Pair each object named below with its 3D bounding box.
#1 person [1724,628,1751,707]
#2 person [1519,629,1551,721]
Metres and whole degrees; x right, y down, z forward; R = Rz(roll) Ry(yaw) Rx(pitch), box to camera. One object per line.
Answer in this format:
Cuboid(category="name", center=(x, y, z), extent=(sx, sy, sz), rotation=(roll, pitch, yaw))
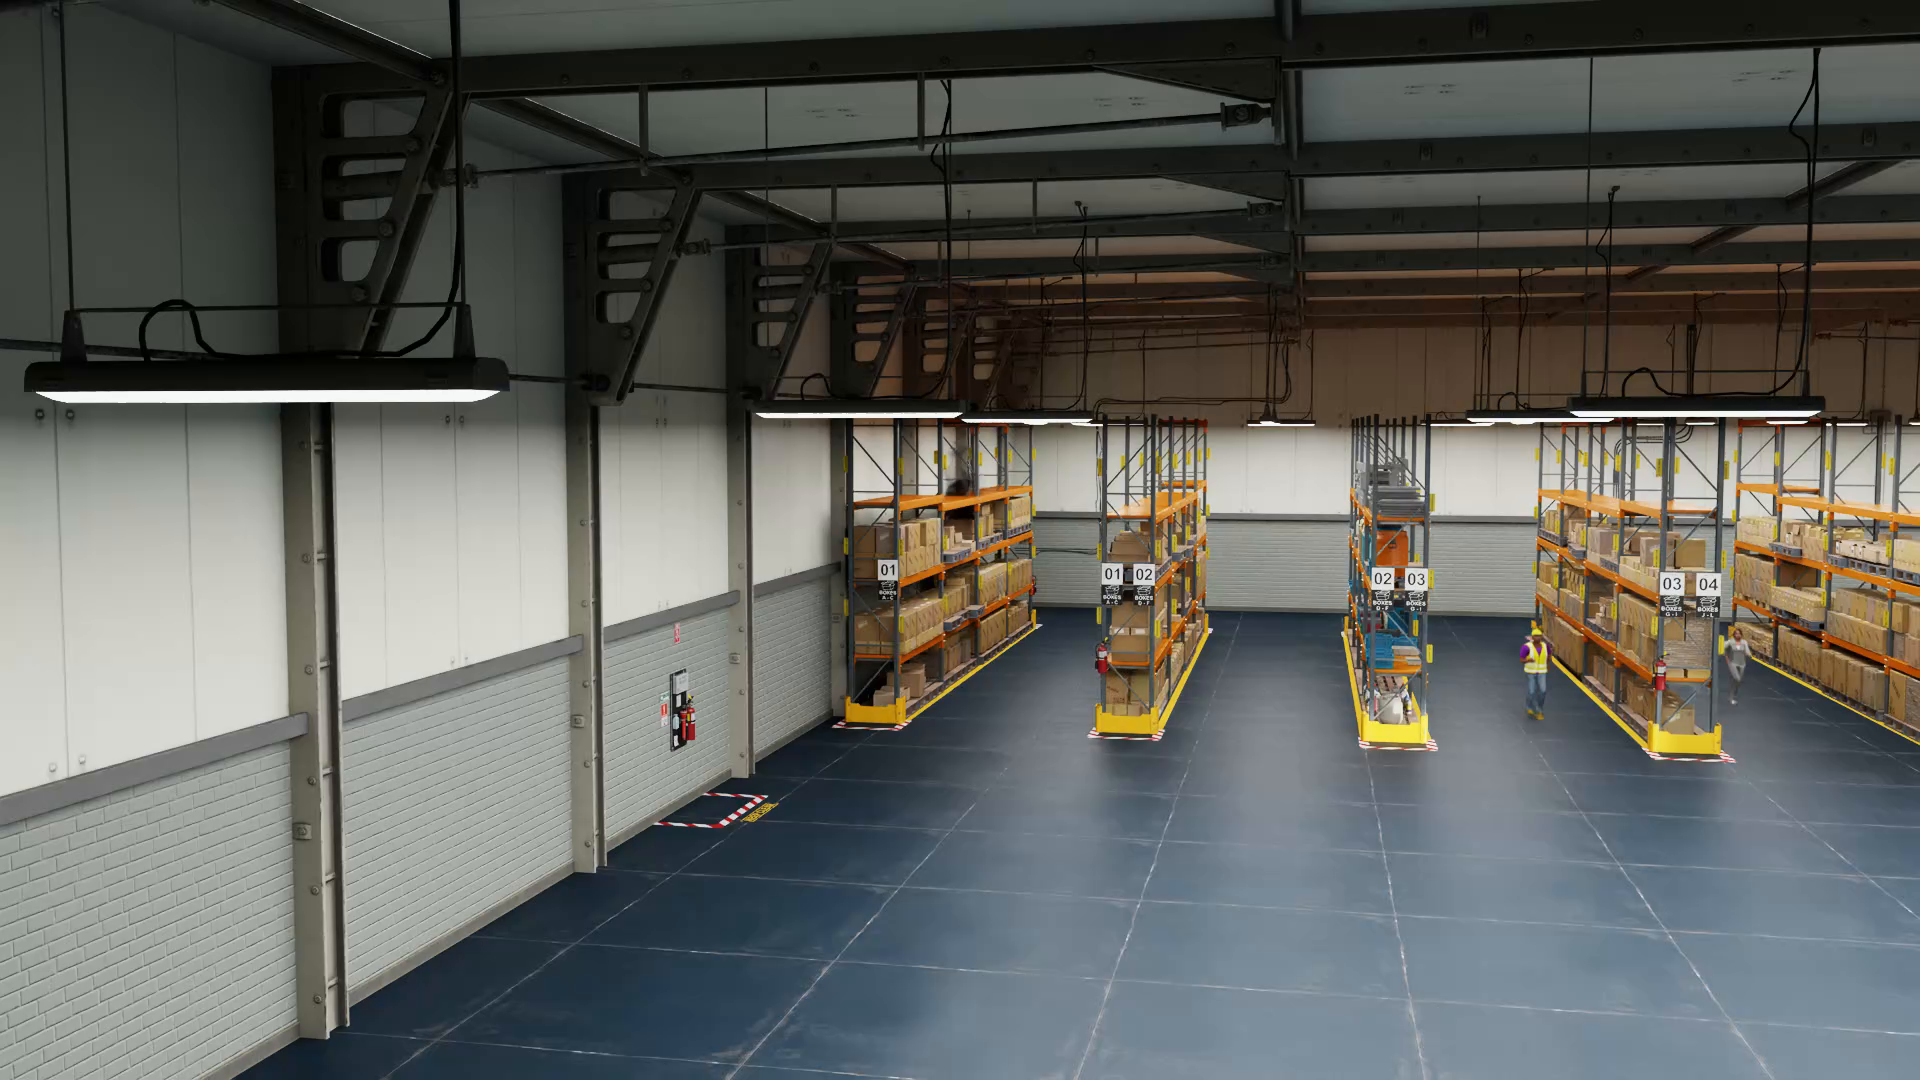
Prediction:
Cuboid(category="person", center=(16.095, 2.644, 34.442), extent=(0.506, 1.641, 0.701), rotation=(0, 4, 5))
Cuboid(category="person", center=(11.379, 2.660, 32.841), extent=(0.687, 1.816, 0.719), rotation=(0, 4, 5))
